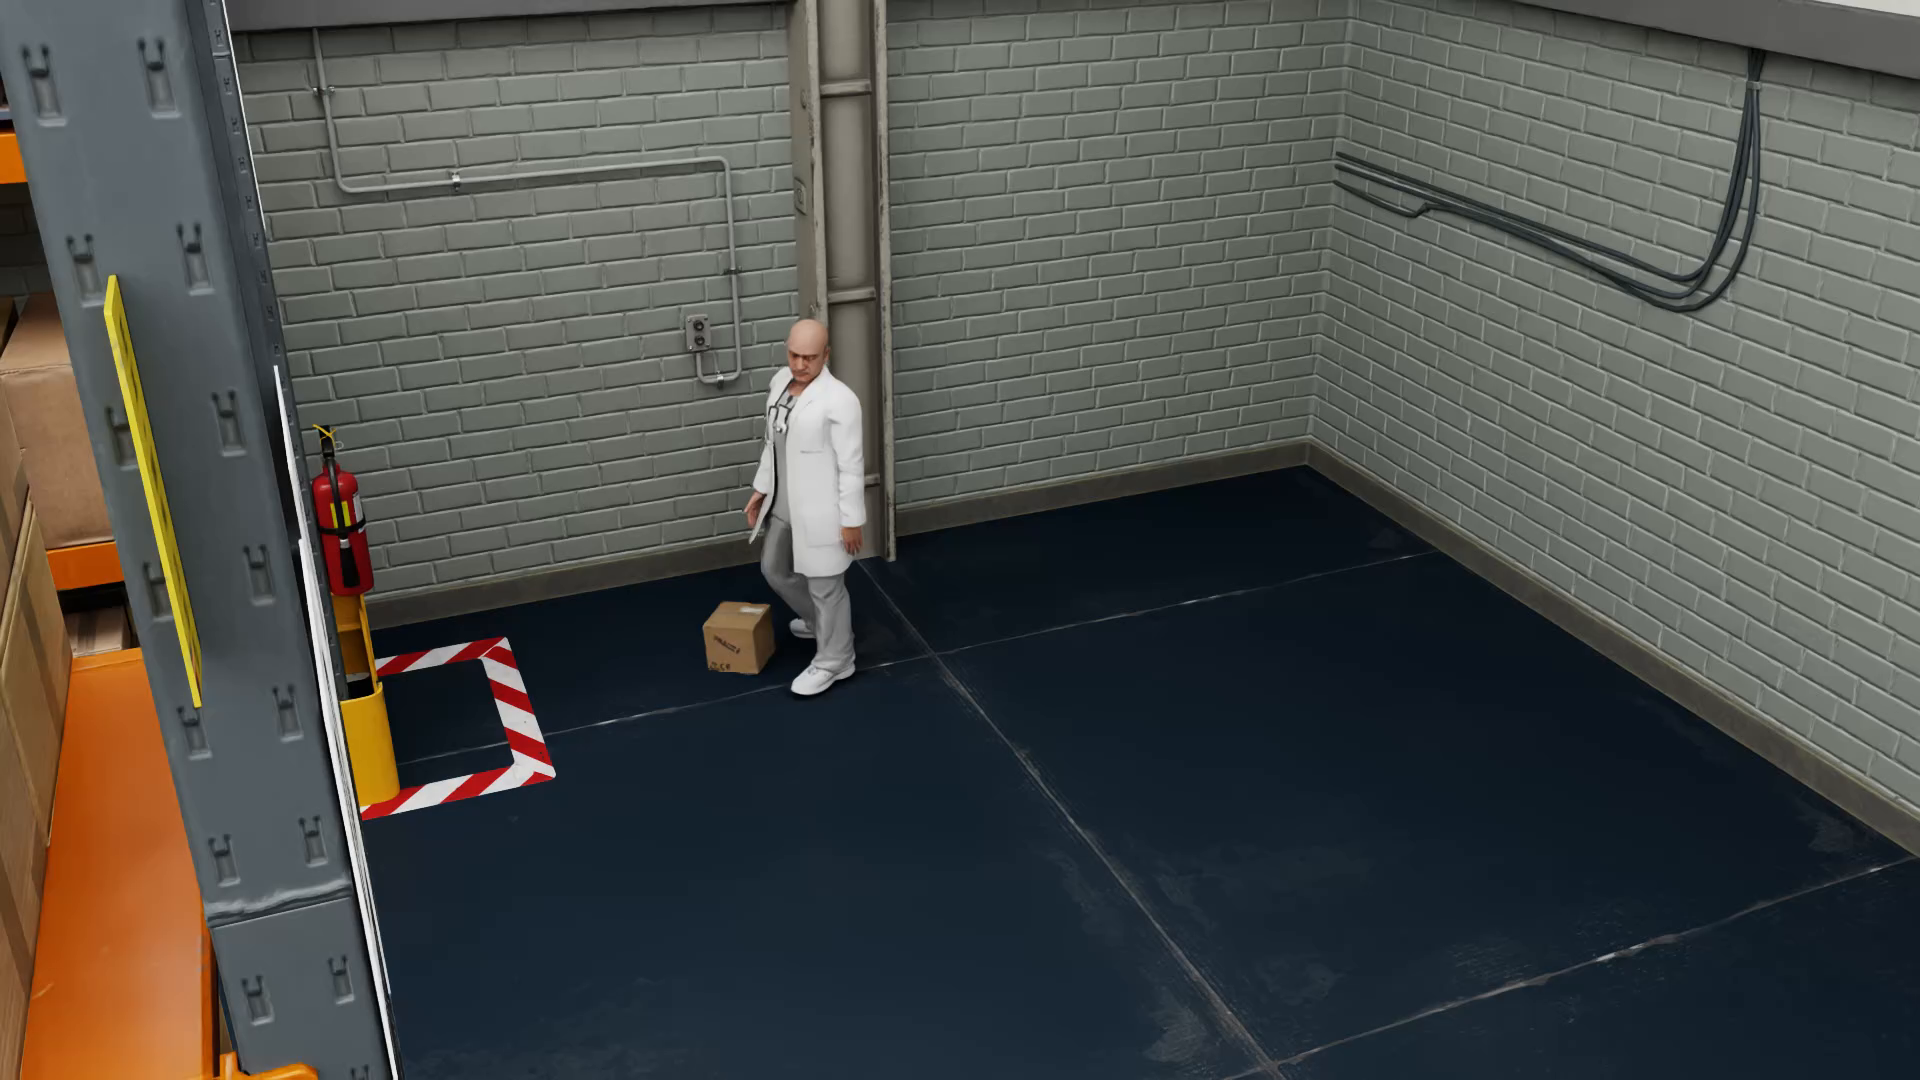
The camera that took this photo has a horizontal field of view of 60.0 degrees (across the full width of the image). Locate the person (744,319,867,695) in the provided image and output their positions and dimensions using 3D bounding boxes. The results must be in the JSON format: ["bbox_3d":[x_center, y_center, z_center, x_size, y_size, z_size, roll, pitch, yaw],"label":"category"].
[{"bbox_3d":[-0.671,-0.169,7.437,0.501,1.771,0.752,-19,32,-34],"label":"person"}]
